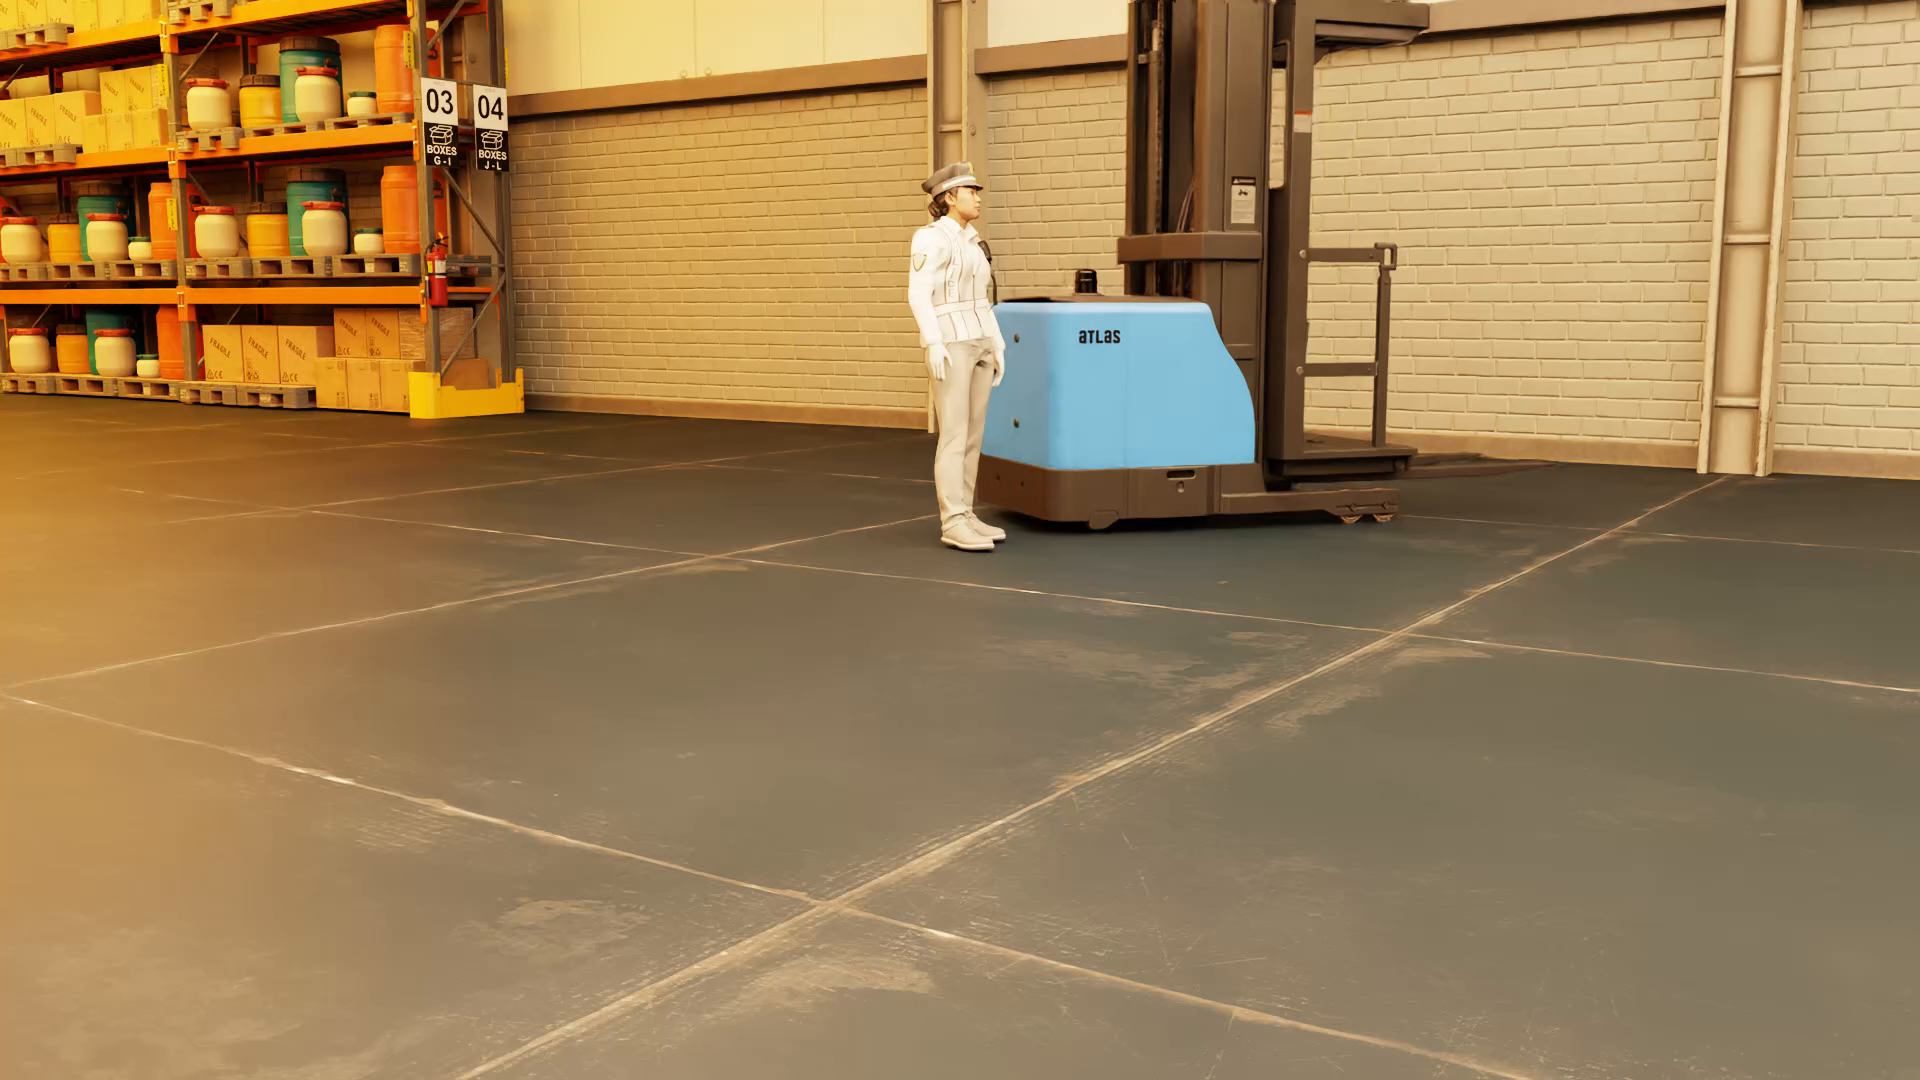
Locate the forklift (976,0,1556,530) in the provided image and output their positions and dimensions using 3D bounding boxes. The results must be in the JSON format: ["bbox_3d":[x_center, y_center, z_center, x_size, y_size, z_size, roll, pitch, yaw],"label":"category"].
[{"bbox_3d":[1.656,-1.604,8.473,3.031,2.935,1.130,-3,9,-21],"label":"forklift"}]

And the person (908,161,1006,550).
[{"bbox_3d":[0.053,-0.840,7.439,0.530,1.694,0.586,5,10,34],"label":"person"}]
